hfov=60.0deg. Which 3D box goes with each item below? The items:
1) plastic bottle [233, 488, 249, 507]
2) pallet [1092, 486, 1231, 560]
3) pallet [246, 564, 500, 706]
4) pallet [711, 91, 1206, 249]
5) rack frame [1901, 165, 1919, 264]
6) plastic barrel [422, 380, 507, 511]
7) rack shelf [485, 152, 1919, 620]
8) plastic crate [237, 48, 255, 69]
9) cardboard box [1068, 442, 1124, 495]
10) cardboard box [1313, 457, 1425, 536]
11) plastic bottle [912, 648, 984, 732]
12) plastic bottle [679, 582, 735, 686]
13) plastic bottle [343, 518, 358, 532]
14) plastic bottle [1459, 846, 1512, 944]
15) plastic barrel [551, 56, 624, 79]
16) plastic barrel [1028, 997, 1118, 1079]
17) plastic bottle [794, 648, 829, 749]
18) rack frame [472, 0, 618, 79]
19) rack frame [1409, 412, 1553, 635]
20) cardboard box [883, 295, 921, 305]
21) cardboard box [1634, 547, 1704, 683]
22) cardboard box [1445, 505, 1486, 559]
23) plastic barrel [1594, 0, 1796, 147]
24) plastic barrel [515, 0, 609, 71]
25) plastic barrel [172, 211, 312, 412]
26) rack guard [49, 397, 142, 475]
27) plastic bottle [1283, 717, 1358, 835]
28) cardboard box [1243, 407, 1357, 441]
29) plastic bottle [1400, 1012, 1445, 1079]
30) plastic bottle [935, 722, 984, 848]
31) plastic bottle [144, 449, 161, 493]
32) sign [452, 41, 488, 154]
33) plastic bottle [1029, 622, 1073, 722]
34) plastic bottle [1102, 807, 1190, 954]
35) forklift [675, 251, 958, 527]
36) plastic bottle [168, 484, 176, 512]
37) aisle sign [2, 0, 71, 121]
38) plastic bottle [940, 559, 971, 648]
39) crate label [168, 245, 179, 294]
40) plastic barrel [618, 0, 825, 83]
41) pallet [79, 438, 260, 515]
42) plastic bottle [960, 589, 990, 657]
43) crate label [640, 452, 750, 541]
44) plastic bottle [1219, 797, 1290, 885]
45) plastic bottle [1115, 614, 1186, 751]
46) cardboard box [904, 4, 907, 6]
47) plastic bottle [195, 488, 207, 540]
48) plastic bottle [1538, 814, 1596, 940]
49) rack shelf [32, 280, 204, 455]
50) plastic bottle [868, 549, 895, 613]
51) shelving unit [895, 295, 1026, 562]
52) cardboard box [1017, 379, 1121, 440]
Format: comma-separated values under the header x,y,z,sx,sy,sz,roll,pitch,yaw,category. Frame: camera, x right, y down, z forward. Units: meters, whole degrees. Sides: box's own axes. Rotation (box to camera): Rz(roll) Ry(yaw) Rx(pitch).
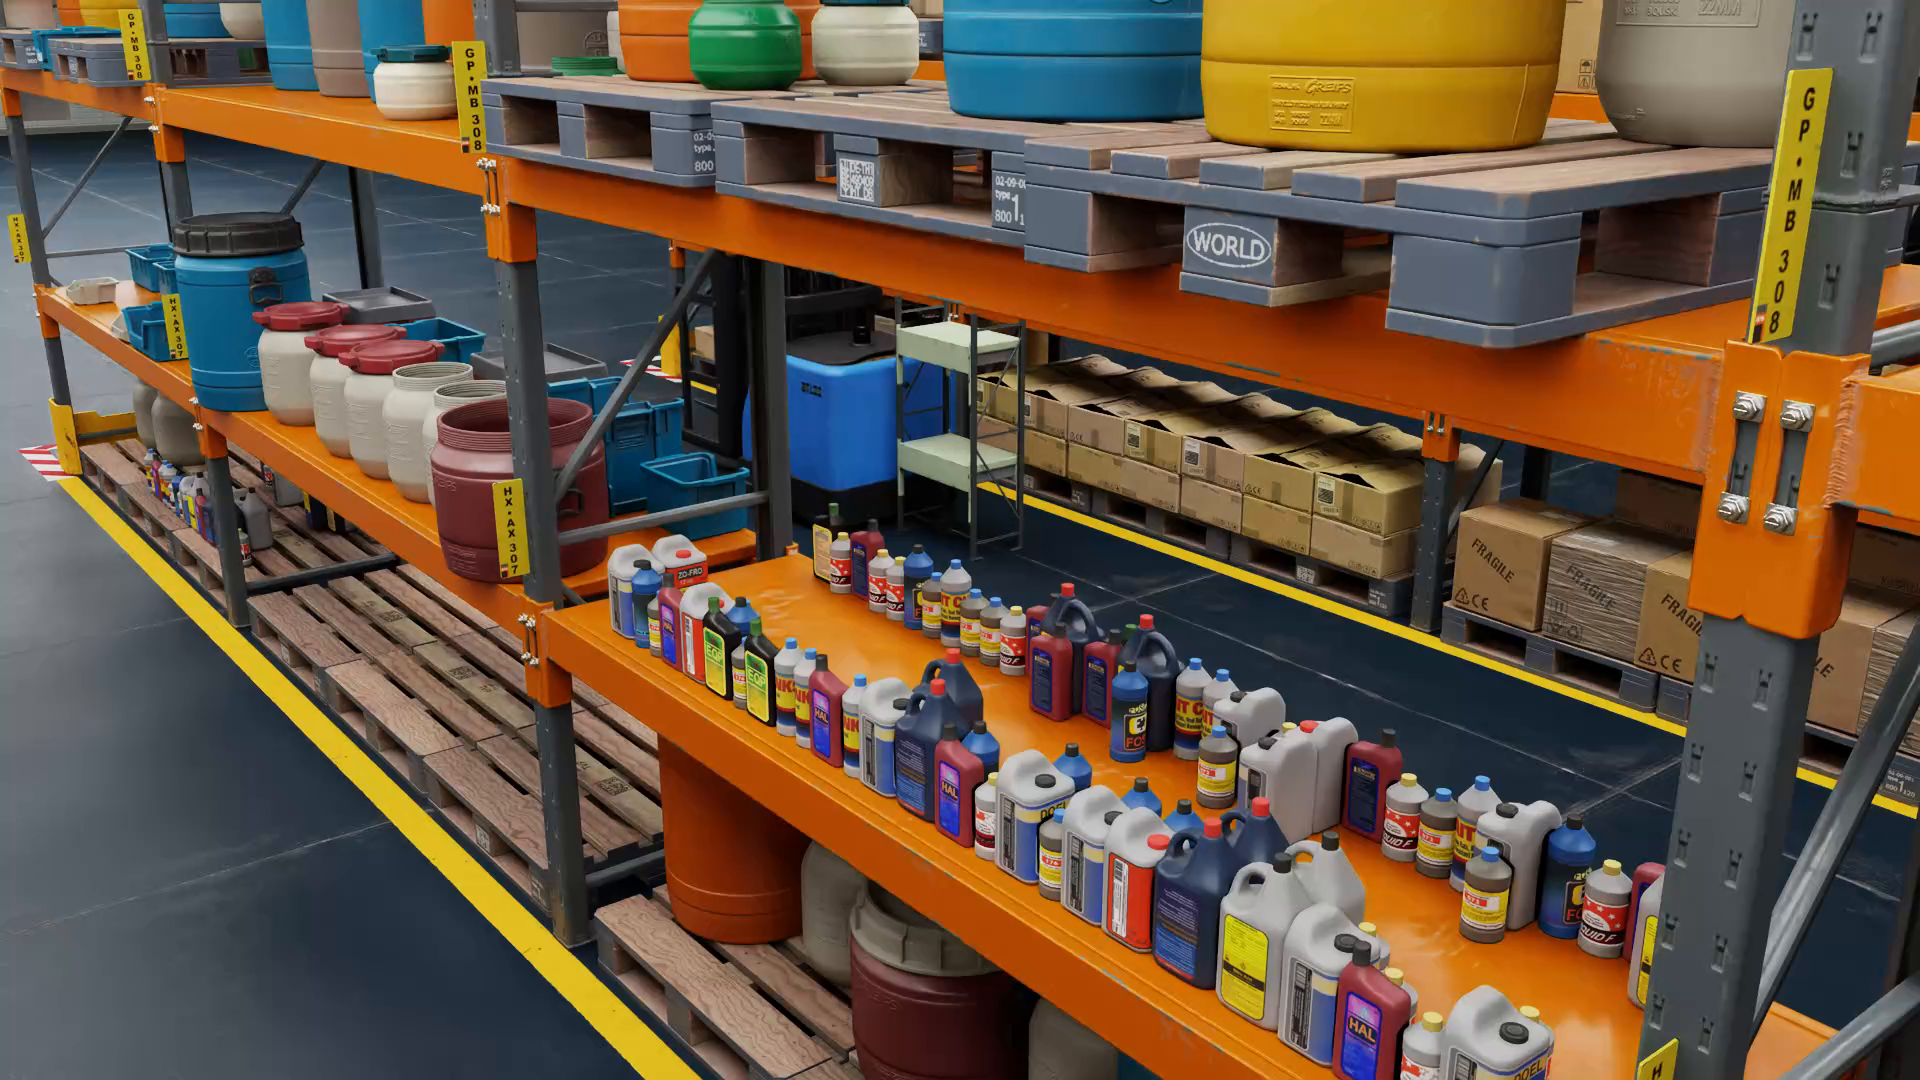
x,y,z,sx,sy,sz,roll,pitch,yaw,category
-4.169,-0.155,9.690,0.152,0.276,0.135,-14,23,-36,plastic bottle
1.611,-0.221,10.695,1.003,0.211,1.213,-14,23,-36,pallet
-3.006,0.456,8.650,1.003,0.211,1.213,-14,23,-36,pallet
0.173,-0.870,3.746,1.003,0.211,1.213,-14,23,-36,pallet
6.725,-2.002,11.636,1.000,3.000,0.127,-14,23,-36,rack frame
-1.847,-0.333,6.419,0.421,0.512,0.421,0,18,0,plastic barrel
0.201,-0.658,3.950,1.077,0.370,4.000,-14,23,-36,rack shelf
-4.291,-2.819,9.670,0.336,0.188,0.450,-14,23,-36,plastic crate
1.057,-0.513,10.845,0.500,0.250,0.500,-15,23,-38,cardboard box
2.326,-0.275,9.236,0.500,0.311,0.500,-13,22,-35,cardboard box
-0.033,0.444,4.328,0.144,0.351,0.185,-14,23,-36,plastic bottle
-0.738,0.274,4.959,0.152,0.276,0.135,-14,23,-36,plastic bottle
-3.601,-0.208,9.852,0.152,0.276,0.135,-13,22,-34,plastic bottle
1.141,0.762,3.605,0.097,0.201,0.097,0,18,0,plastic bottle
-1.234,-1.469,5.503,0.294,0.245,0.294,0,18,0,plastic barrel
0.398,1.431,4.560,0.421,0.512,0.421,0,18,0,plastic barrel
-0.401,0.424,4.514,0.097,0.271,0.097,0,18,0,plastic bottle
-1.041,-2.916,4.854,1.000,3.000,0.127,-14,23,-36,rack frame
2.844,-1.034,8.713,1.000,3.000,0.127,-14,23,-36,rack frame
-0.303,-1.691,13.212,0.500,0.500,0.500,-14,23,-36,cardboard box
3.540,0.364,7.767,0.500,0.500,0.500,-14,23,-37,cardboard box
2.749,-0.114,9.642,0.500,0.250,0.500,-14,23,-36,cardboard box
1.312,-0.949,2.800,0.433,0.535,0.433,0,18,0,plastic barrel
-1.381,-1.975,5.985,0.600,0.901,0.600,0,18,0,plastic barrel
-3.522,-1.137,8.228,0.600,0.901,0.708,-14,23,-36,plastic barrel
-5.924,-0.843,12.114,1.175,0.500,0.348,-14,23,-36,rack guard
0.879,0.560,4.097,0.152,0.276,0.135,-14,23,-36,plastic bottle
2.102,-0.635,10.321,0.500,0.311,0.500,-15,23,-38,cardboard box
0.851,0.955,3.024,0.097,0.201,0.097,0,18,0,plastic bottle
-0.002,0.586,4.006,0.061,0.283,0.133,-14,23,-36,plastic bottle
-5.126,-0.446,10.577,0.097,0.271,0.097,0,18,0,plastic bottle
-1.468,-1.333,5.012,0.100,0.325,0.005,-14,23,-36,sign
0.256,0.359,4.692,0.061,0.283,0.133,-14,23,-36,plastic bottle
0.405,0.728,3.589,0.152,0.276,0.135,-14,23,-36,plastic bottle
-1.335,-1.859,11.313,1.130,2.935,3.031,-15,23,-37,forklift
-4.790,-0.279,10.184,0.097,0.201,0.097,0,18,0,plastic bottle
-6.282,-3.234,11.222,0.394,0.787,0.004,-14,23,-36,aisle sign
-0.013,0.194,5.209,0.097,0.271,0.097,0,18,0,plastic bottle
-4.653,-1.656,10.534,0.502,0.435,0.616,-14,23,-36,crate label
-0.691,-1.755,4.767,0.600,0.830,0.708,-14,23,-36,plastic barrel
-5.424,-0.505,11.552,1.003,0.211,1.213,-14,23,-36,pallet
0.048,0.251,5.148,0.097,0.201,0.097,0,18,0,plastic bottle
-1.009,-0.166,6.357,0.303,0.233,0.416,-14,23,-36,crate label
0.614,0.705,3.541,0.144,0.351,0.185,-14,23,-36,plastic bottle
0.518,0.379,4.524,0.144,0.351,0.185,-14,23,-36,plastic bottle
-0.602,-3.834,11.906,0.380,0.149,0.250,-14,23,-36,cardboard box
-4.403,-0.155,9.680,0.061,0.283,0.133,-12,22,-33,plastic bottle
1.320,0.723,3.611,0.097,0.271,0.097,0,18,0,plastic bottle
-4.766,-1.205,10.375,1.077,0.370,4.000,-14,23,-36,rack shelf
-0.255,0.131,5.510,0.097,0.201,0.097,0,18,0,plastic bottle
-0.004,-0.714,10.132,0.431,1.500,0.755,-14,23,-36,shelving unit
0.729,-0.905,11.138,0.500,0.311,0.500,-14,23,-37,cardboard box
